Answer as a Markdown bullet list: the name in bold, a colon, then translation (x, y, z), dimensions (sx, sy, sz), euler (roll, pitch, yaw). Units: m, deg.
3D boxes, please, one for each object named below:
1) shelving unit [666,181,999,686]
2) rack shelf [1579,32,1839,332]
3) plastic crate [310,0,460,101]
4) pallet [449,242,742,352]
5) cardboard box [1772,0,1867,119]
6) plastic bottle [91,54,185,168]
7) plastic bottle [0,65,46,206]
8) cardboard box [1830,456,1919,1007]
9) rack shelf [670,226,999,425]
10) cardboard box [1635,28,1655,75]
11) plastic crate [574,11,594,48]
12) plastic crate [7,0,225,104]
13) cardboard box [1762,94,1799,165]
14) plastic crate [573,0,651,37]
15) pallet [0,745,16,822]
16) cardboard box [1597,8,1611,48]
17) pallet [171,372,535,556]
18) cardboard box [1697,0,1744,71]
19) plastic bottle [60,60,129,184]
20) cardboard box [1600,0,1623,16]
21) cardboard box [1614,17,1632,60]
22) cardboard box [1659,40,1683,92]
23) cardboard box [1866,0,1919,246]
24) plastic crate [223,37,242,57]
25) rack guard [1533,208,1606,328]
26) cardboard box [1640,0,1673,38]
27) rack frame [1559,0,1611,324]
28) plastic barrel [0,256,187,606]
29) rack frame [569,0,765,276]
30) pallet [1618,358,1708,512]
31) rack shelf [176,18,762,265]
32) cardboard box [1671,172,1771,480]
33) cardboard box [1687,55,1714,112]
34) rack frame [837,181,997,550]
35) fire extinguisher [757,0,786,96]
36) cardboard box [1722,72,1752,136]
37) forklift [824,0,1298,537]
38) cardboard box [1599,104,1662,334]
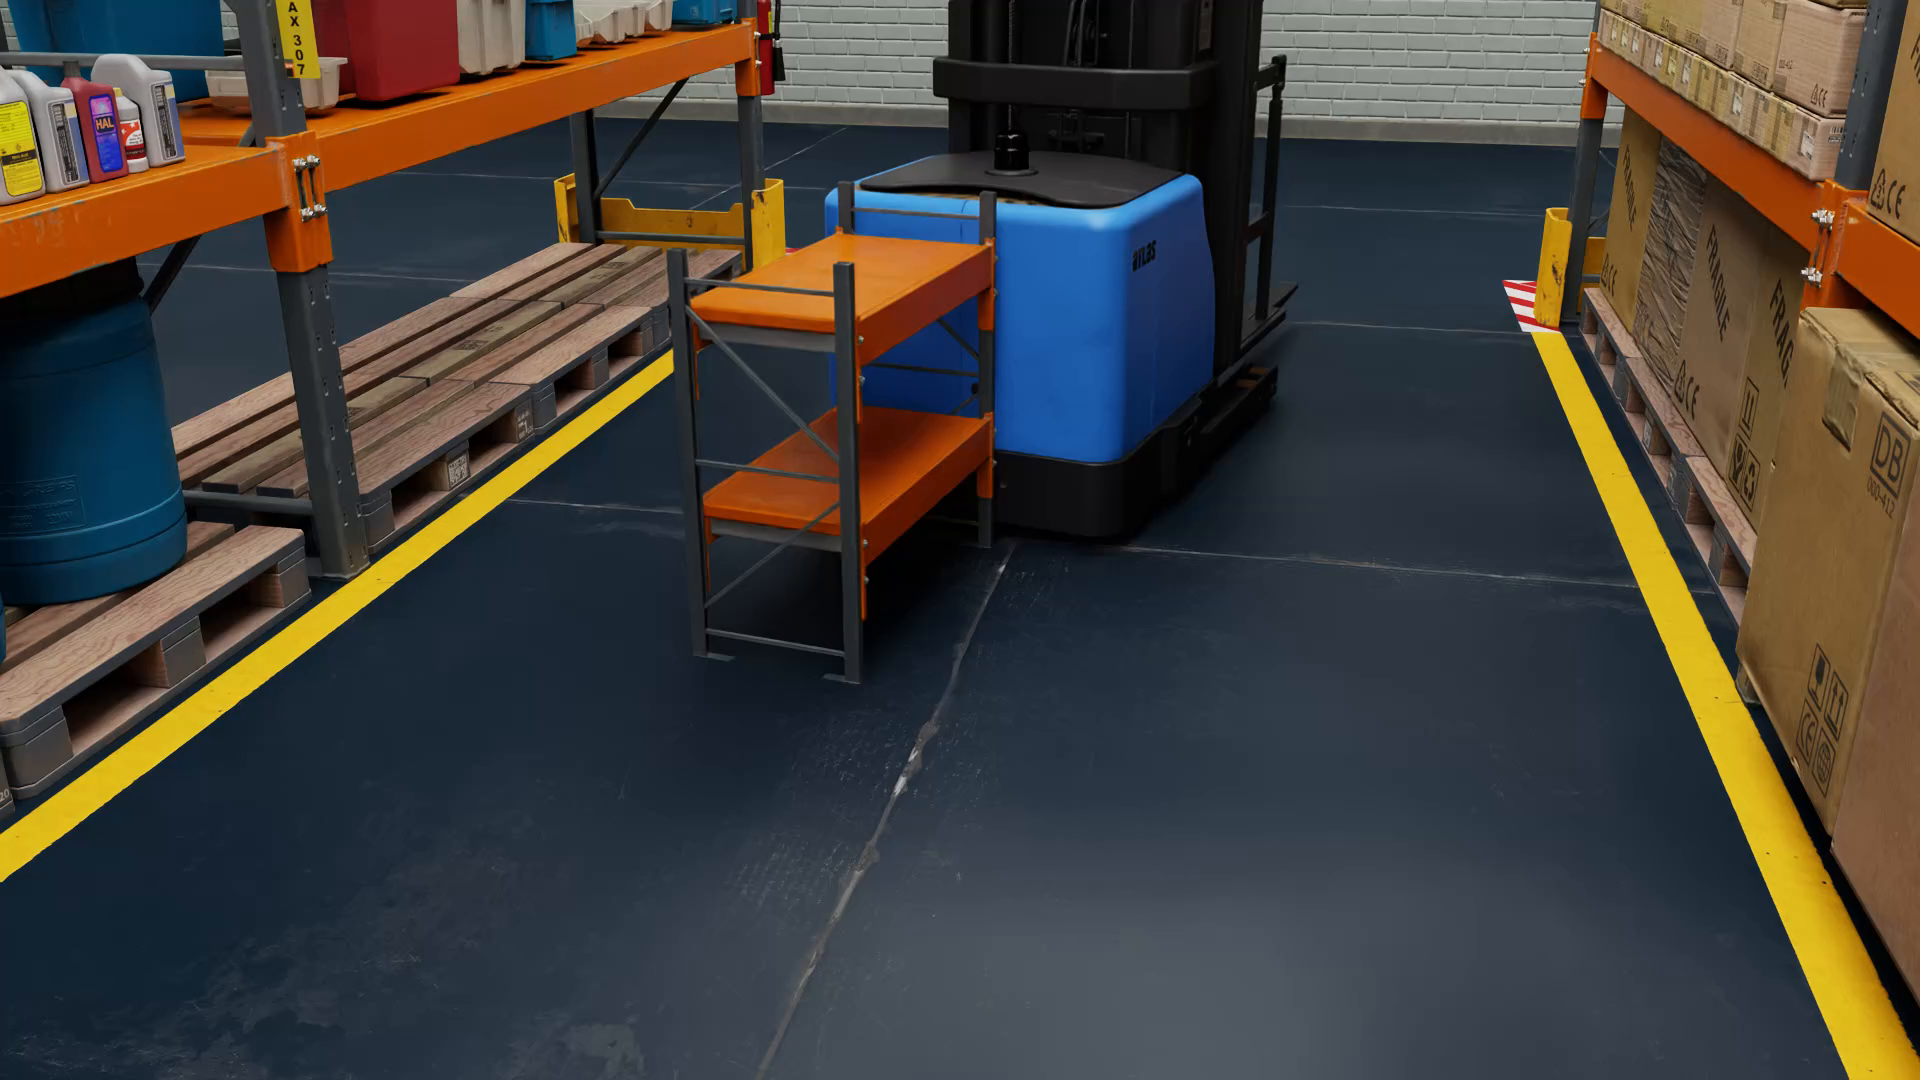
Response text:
- **shelving unit**: translation (-0.312, -0.351, 4.720), dimensions (0.538, 1.125, 1.048), euler (8, 23, 19)
- **rack shelf**: translation (2.933, -1.343, 5.636), dimensions (1.077, 0.370, 4.000), euler (4, 22, 11)
- **plastic crate**: translation (-1.897, -1.688, 5.363), dimensions (0.402, 0.464, 0.583), euler (4, 22, 11)
- **pallet**: translation (-1.714, -1.194, 8.035), dimensions (1.003, 0.211, 1.213), euler (4, 22, 11)
- **cardboard box**: translation (2.358, -1.195, 4.109), dimensions (0.500, 0.250, 0.500), euler (4, 22, 10)
- **plastic bottle**: translation (-2.088, -1.097, 4.227), dimensions (0.152, 0.276, 0.135), euler (4, 22, 11)
- **plastic bottle**: translation (-2.191, -0.939, 3.736), dimensions (0.144, 0.351, 0.185), euler (4, 22, 11)
- **cardboard box**: translation (2.232, 0.408, 2.608), dimensions (1.225, 0.875, 0.875), euler (4, 22, 9)
- **rack shelf**: translation (-0.312, -0.623, 4.611), dimensions (0.538, 0.278, 1.000), euler (8, 23, 19)
- **cardboard box**: translation (2.737, -1.811, 6.171), dimensions (0.380, 0.149, 0.250), euler (4, 22, 10)
- **plastic crate**: translation (-1.646, -2.061, 6.728), dimensions (0.298, 0.136, 0.250), euler (4, 22, 11)
- **plastic crate**: translation (-2.563, -1.540, 5.103), dimensions (0.392, 0.384, 0.575), euler (4, 22, 11)
- **cardboard box**: translation (2.318, -1.060, 4.306), dimensions (0.380, 0.149, 0.250), euler (5, 22, 12)
- **plastic crate**: translation (-1.570, -2.274, 7.258), dimensions (0.396, 0.136, 0.243), euler (4, 22, 11)
- **pallet**: translation (-2.769, 0.697, 3.340), dimensions (1.003, 0.211, 1.213), euler (4, 22, 11)
- **cardboard box**: translation (2.945, -2.187, 7.105), dimensions (0.380, 0.149, 0.250), euler (5, 22, 12)
- **pallet**: translation (-2.212, -0.301, 5.819), dimensions (1.003, 0.211, 1.213), euler (4, 22, 11)
- **cardboard box**: translation (2.565, -1.571, 5.043), dimensions (0.500, 0.250, 0.500), euler (5, 22, 12)
- **plastic bottle**: translation (-2.091, -1.012, 4.007), dimensions (0.061, 0.283, 0.133), euler (4, 22, 11)
- **cardboard box**: translation (2.978, -2.322, 6.906), dimensions (0.500, 0.250, 0.500), euler (4, 22, 9)
- **cardboard box**: translation (2.842, -1.999, 6.639), dimensions (0.380, 0.149, 0.250), euler (4, 22, 10)
- **cardboard box**: translation (2.633, -1.624, 5.708), dimensions (0.380, 0.149, 0.250), euler (4, 22, 10)
- **cardboard box**: translation (2.186, -0.843, 3.297), dimensions (0.500, 0.500, 0.500), euler (5, 22, 11)
- **plastic crate**: translation (-2.359, -1.653, 5.731), dimensions (0.437, 0.125, 0.590), euler (4, 22, 11)
- **rack guard**: translation (3.346, -1.257, 7.807), dimensions (1.175, 0.500, 0.348), euler (4, 22, 11)
- **cardboard box**: translation (2.773, -1.948, 5.977), dimensions (0.500, 0.250, 0.500), euler (4, 22, 9)
- **rack frame**: translation (3.341, -2.408, 7.318), dimensions (1.000, 3.000, 0.127), euler (4, 22, 11)
- **plastic barrel**: translation (-2.452, -0.347, 4.446), dimensions (0.600, 0.901, 0.708), euler (4, 22, 11)
- **rack frame**: translation (-1.508, -2.786, 8.255), dimensions (1.000, 3.000, 0.127), euler (4, 22, 11)
- **pallet**: translation (3.003, -0.371, 5.993), dimensions (1.003, 0.211, 1.213), euler (4, 22, 11)
- **rack shelf**: translation (-1.916, -1.721, 6.574), dimensions (1.077, 0.370, 4.000), euler (4, 22, 11)
- **cardboard box**: translation (2.921, -0.719, 5.406), dimensions (0.875, 0.875, 0.875), euler (4, 22, 11)
- **cardboard box**: translation (2.528, -1.435, 5.238), dimensions (0.380, 0.149, 0.250), euler (4, 22, 10)
- **rack frame**: translation (-0.131, -0.529, 5.161), dimensions (0.500, 1.125, 0.032), euler (8, 23, 19)
- **fire extinguisher**: translation (-1.032, -2.597, 8.390), dimensions (0.296, 0.674, 0.183), euler (4, 22, 11)
- **cardboard box**: translation (2.423, -1.247, 4.772), dimensions (0.380, 0.149, 0.250), euler (5, 22, 12)
- **forklift**: translation (0.629, -1.884, 6.109), dimensions (1.130, 2.935, 3.031), euler (10, 24, 23)
- **cardboard box**: translation (3.288, -1.377, 7.040), dimensions (0.875, 0.875, 0.875), euler (4, 22, 11)
